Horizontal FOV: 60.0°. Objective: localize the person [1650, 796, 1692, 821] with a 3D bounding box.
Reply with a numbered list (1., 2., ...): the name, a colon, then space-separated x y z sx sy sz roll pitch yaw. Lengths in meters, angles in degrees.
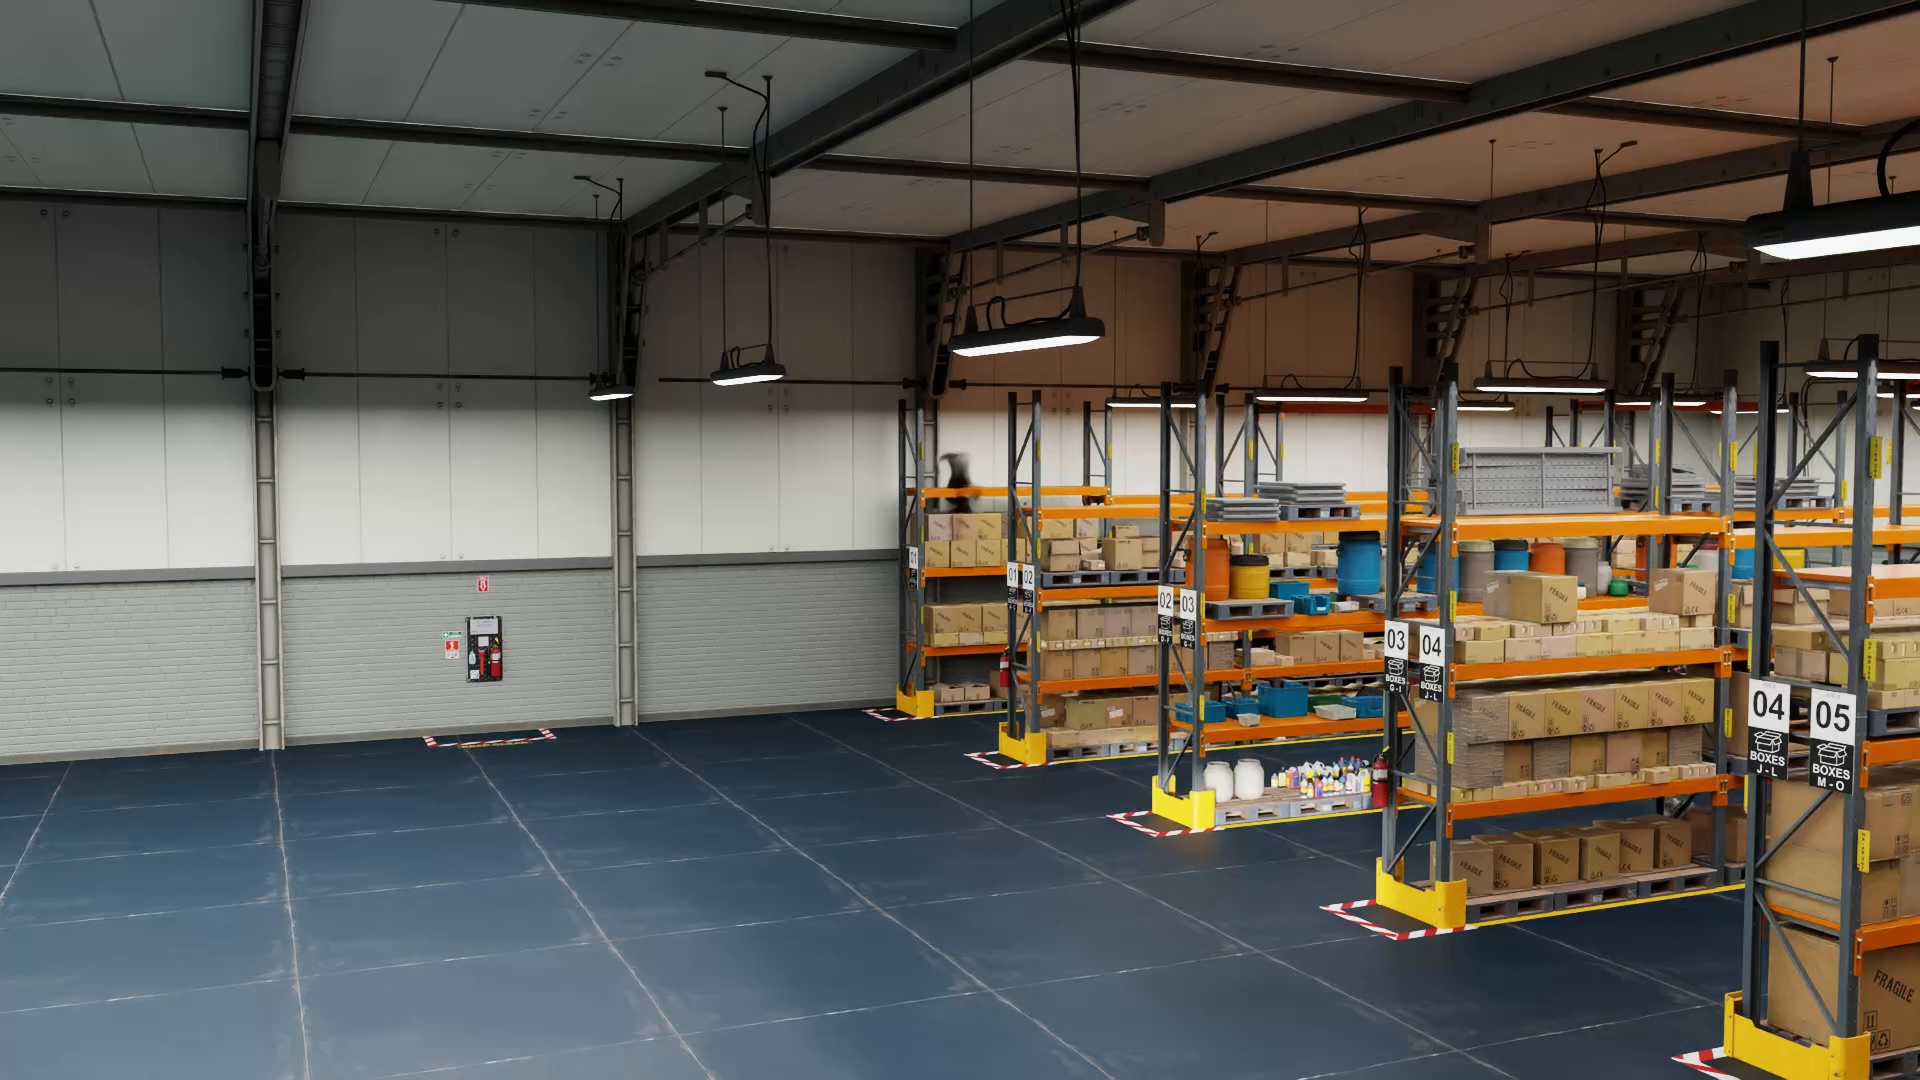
1. person: 9.272 3.025 21.794 0.625 1.728 0.647 -1 4 -23
